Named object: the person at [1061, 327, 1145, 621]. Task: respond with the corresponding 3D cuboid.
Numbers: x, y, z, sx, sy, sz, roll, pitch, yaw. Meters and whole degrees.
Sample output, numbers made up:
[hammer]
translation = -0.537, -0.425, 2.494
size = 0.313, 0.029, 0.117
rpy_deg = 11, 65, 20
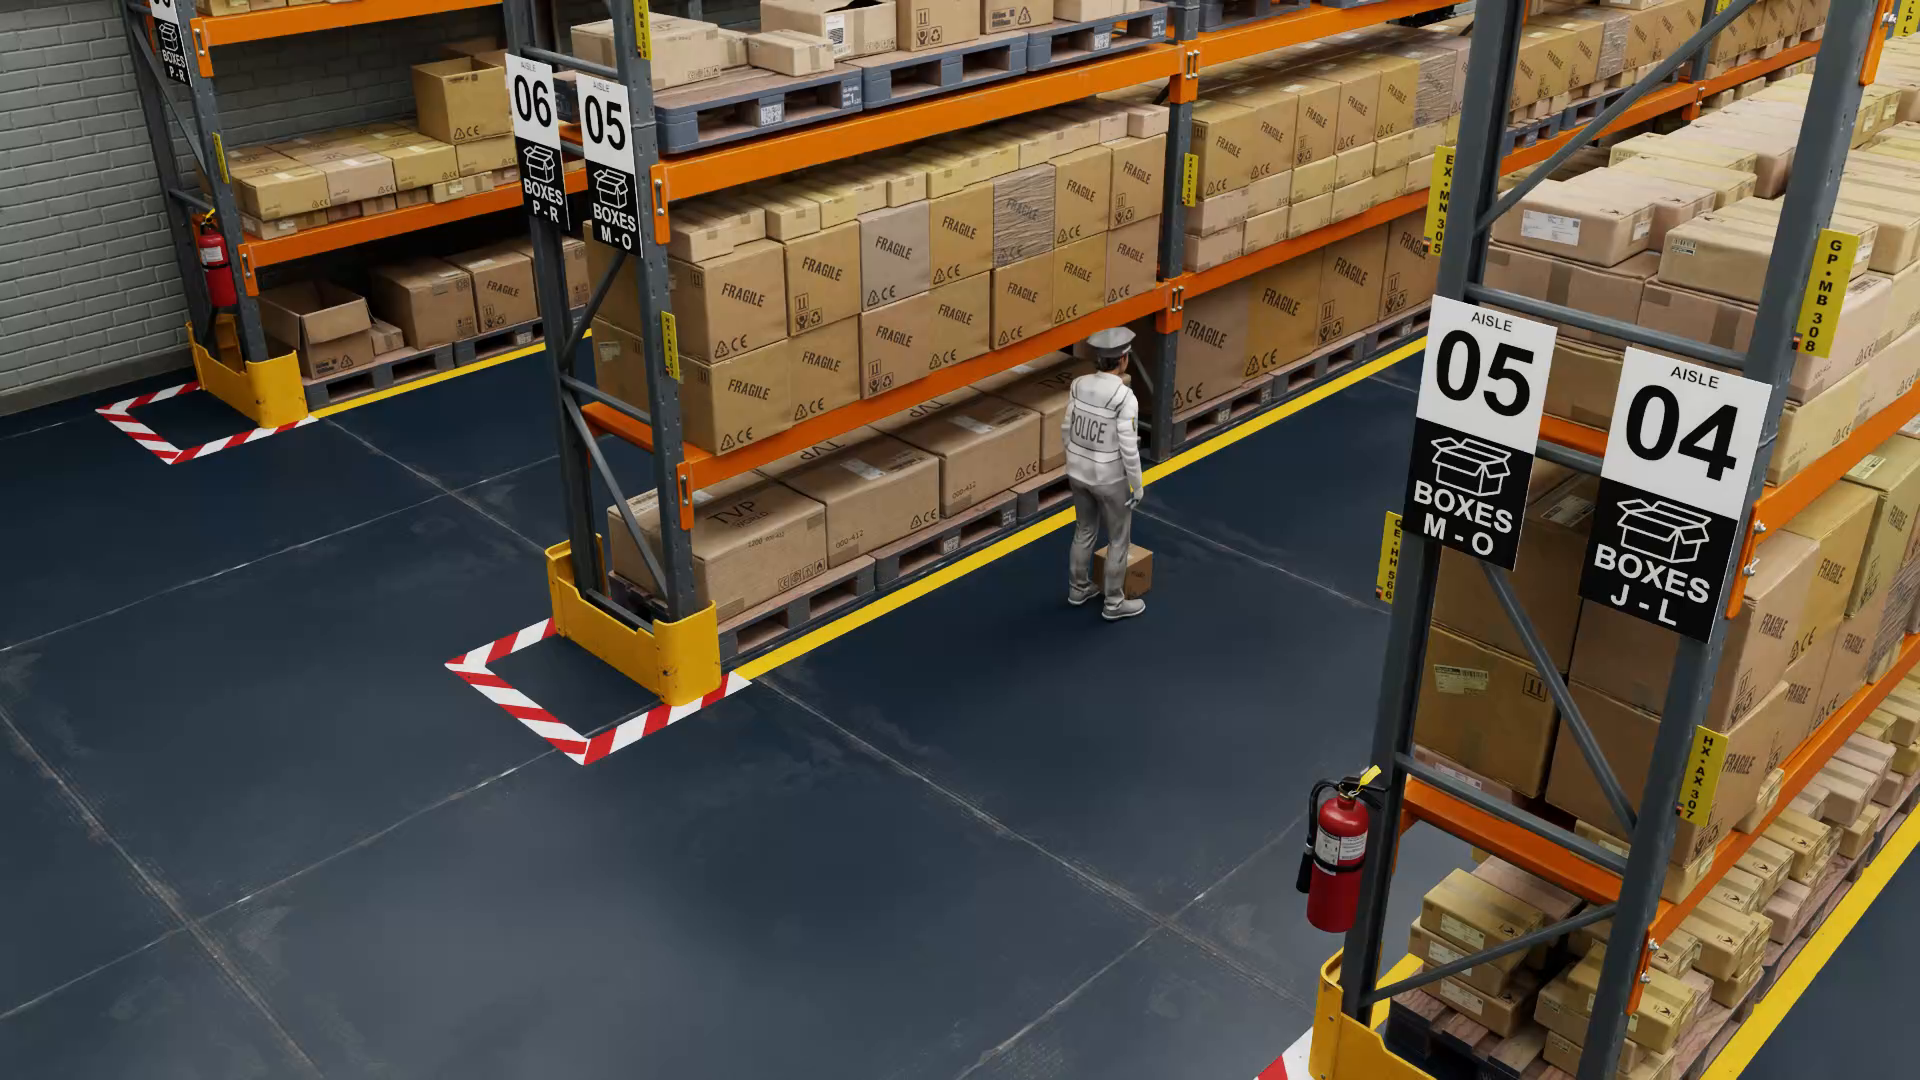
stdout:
[person]
translation = 0.795, -0.359, 9.294
size = 0.529, 1.664, 0.375
rpy_deg = 25, 37, 38
